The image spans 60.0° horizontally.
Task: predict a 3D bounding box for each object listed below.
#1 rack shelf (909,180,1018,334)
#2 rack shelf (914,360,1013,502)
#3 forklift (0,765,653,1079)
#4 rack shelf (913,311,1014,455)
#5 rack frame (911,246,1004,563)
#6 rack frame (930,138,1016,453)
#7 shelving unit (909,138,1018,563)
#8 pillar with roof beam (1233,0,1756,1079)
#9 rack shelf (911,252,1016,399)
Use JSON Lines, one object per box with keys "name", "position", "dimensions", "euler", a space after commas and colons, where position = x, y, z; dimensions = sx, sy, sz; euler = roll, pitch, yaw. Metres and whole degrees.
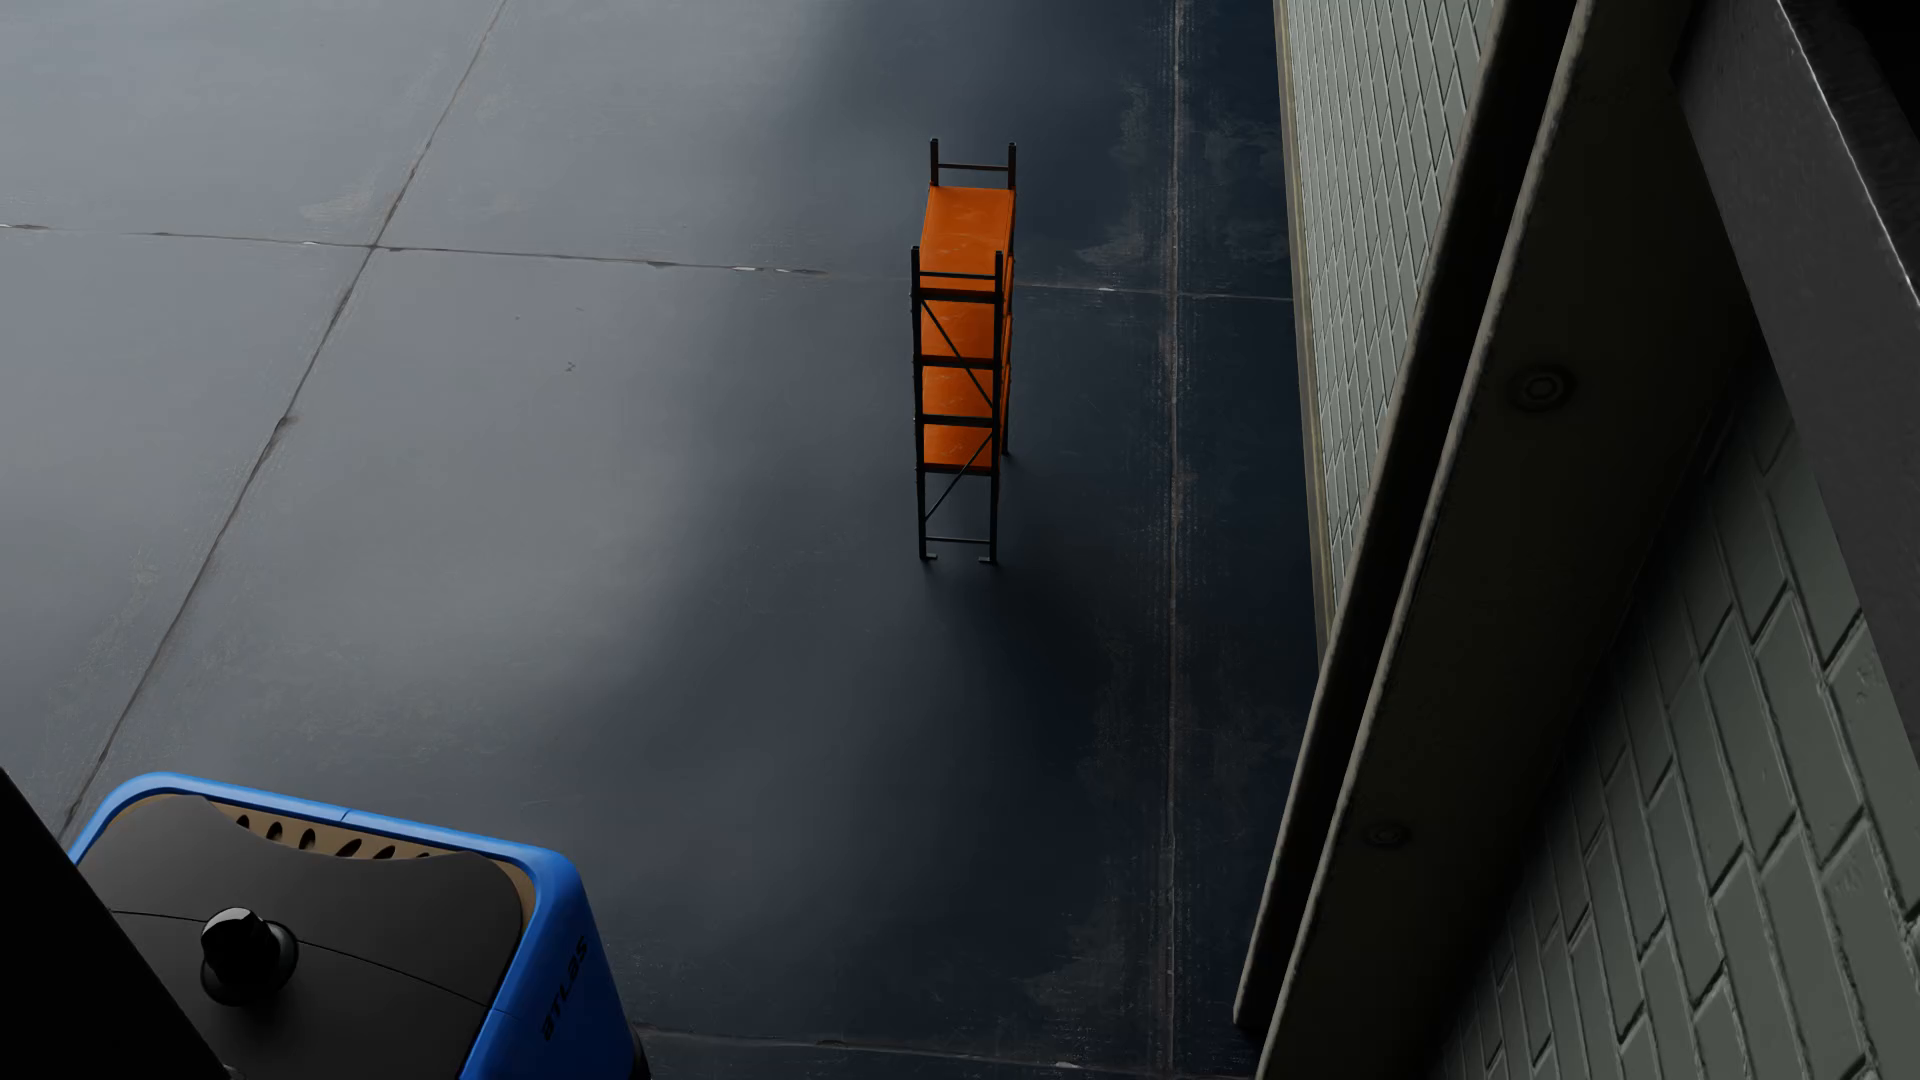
{"name": "rack shelf", "position": [0.015, -0.792, 4.629], "dimensions": [0.258, 0.148, 0.480], "euler": [4, 48, 4]}
{"name": "rack shelf", "position": [0.015, -0.347, 5.115], "dimensions": [0.258, 0.148, 0.480], "euler": [4, 48, 4]}
{"name": "forklift", "position": [-1.547, 1.334, 2.043], "dimensions": [1.130, 2.935, 3.031], "euler": [10, 48, 9]}
{"name": "rack shelf", "position": [0.015, -0.481, 4.968], "dimensions": [0.258, 0.148, 0.480], "euler": [4, 48, 4]}
{"name": "rack frame", "position": [-0.007, -0.347, 4.755], "dimensions": [0.240, 1.200, 0.015], "euler": [4, 48, 4]}
{"name": "rack frame", "position": [0.037, -0.706, 5.083], "dimensions": [0.240, 1.200, 0.015], "euler": [4, 48, 4]}
{"name": "shelving unit", "position": [0.015, -0.527, 4.919], "dimensions": [0.258, 1.200, 0.503], "euler": [4, 48, 4]}
{"name": "pillar with roof beam", "position": [-3.463, -2.003, 0.984], "dimensions": [9.100, 9.000, 0.400], "euler": [4, 48, 4]}
{"name": "rack shelf", "position": [0.015, -0.632, 4.803], "dimensions": [0.258, 0.148, 0.480], "euler": [4, 48, 4]}
